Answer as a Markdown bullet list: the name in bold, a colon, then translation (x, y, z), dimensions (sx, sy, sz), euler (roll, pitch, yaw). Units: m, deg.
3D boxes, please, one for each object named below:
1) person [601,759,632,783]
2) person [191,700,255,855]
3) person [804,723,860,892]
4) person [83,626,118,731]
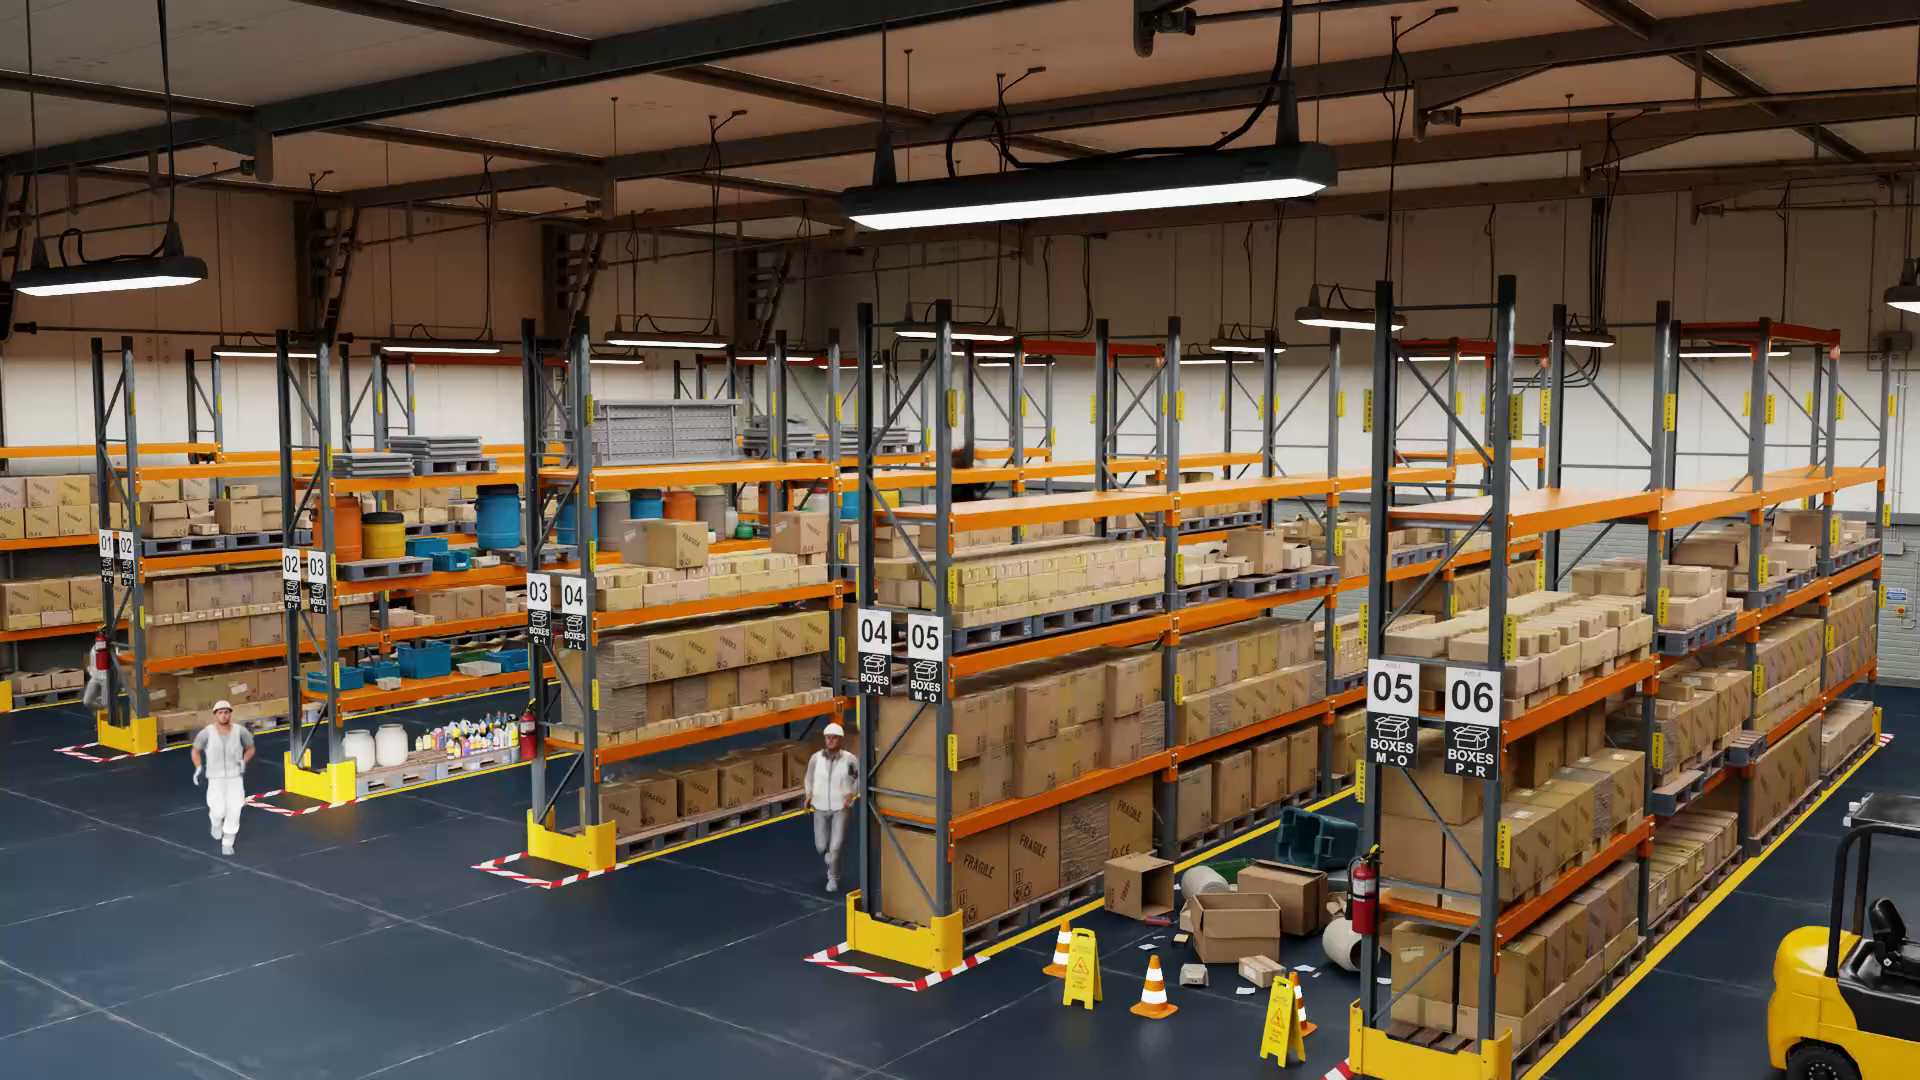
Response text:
- **person**: translation (-4.531, 2.479, 21.839), dimensions (0.529, 1.584, 0.667), euler (2, 5, 24)
- **person**: translation (-8.284, 2.673, 18.746), dimensions (0.657, 1.740, 0.597), euler (-3, 6, -27)
- **person**: translation (-1.324, 2.788, 17.524), dimensions (0.664, 1.732, 0.625), euler (1, 5, 7)
- **person**: translation (-13.077, 2.126, 25.440), dimensions (0.596, 1.667, 0.590), euler (2, 5, 20)
